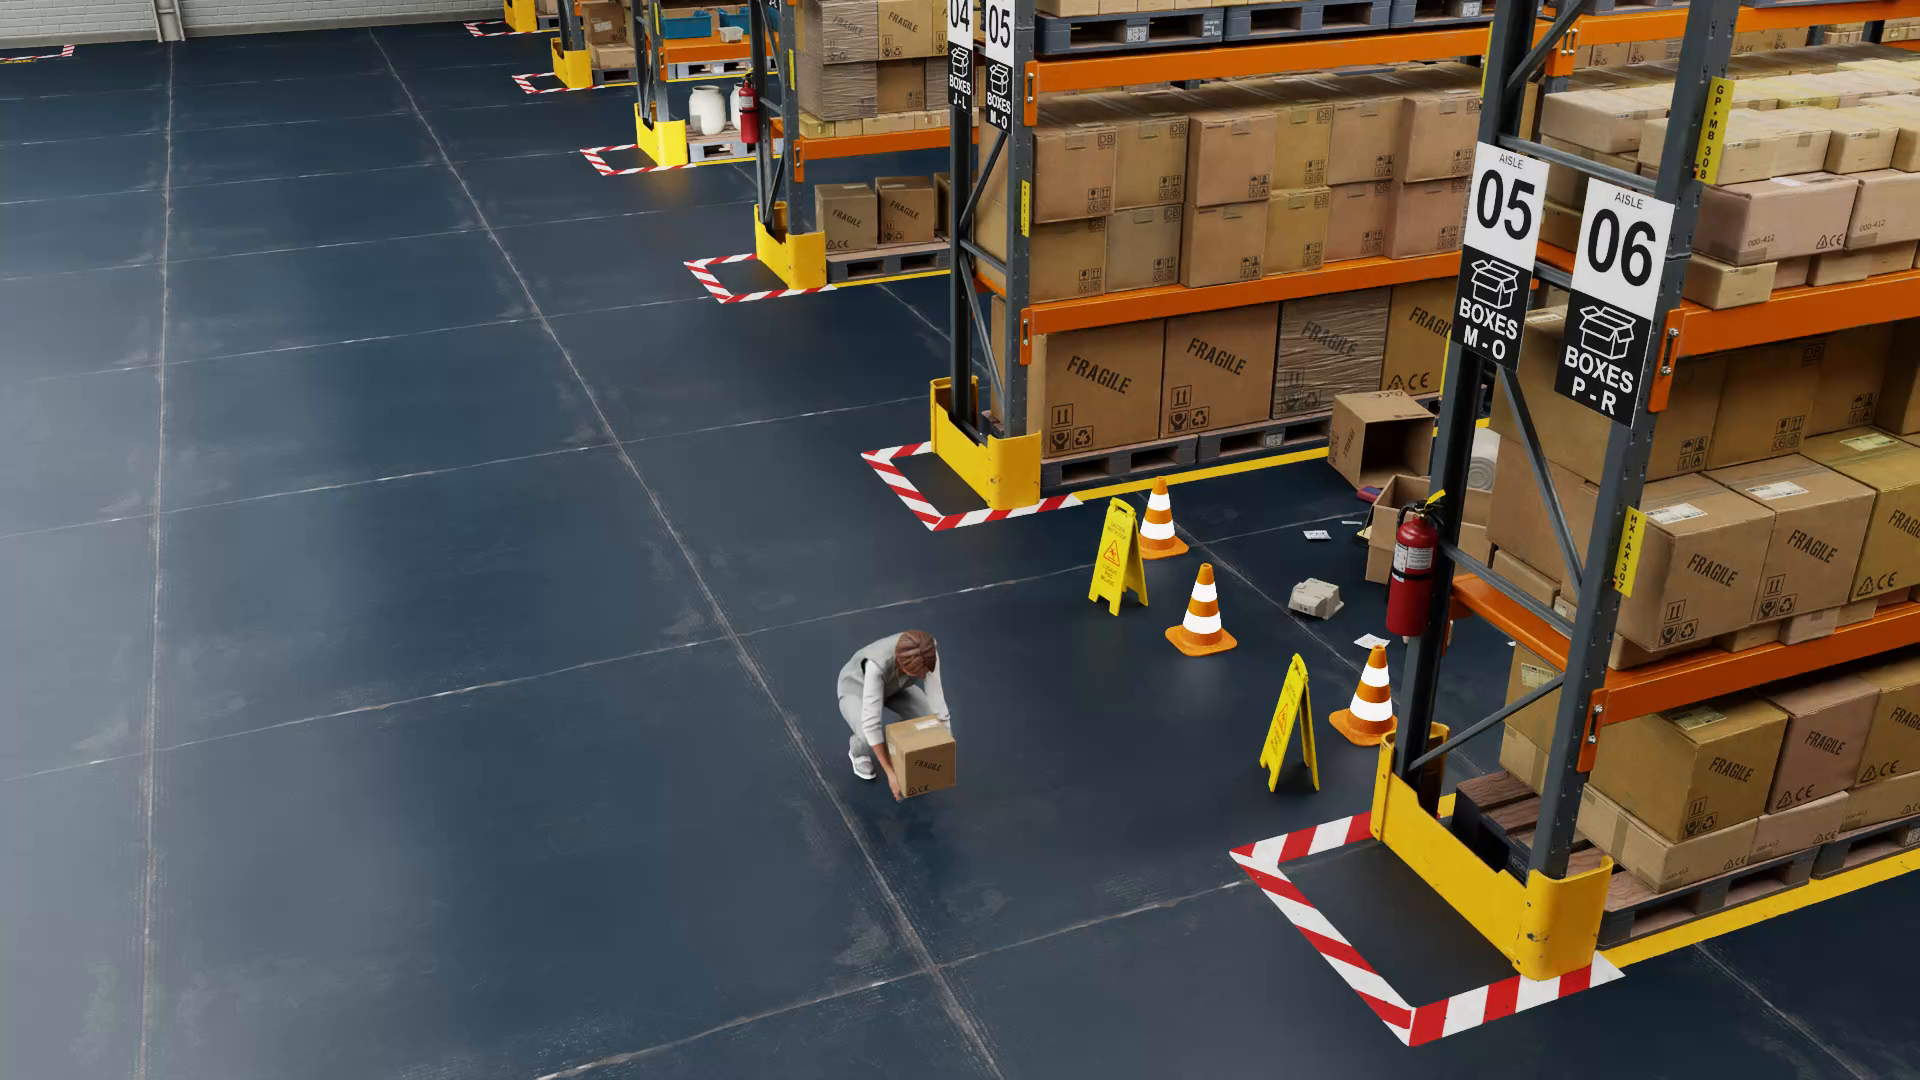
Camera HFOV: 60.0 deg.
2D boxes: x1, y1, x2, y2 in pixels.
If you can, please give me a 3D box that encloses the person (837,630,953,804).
[{"bbox_3d":[-0.318,0.763,7.898,0.432,0.884,0.817,-11,28,-21],"label":"person"}]
